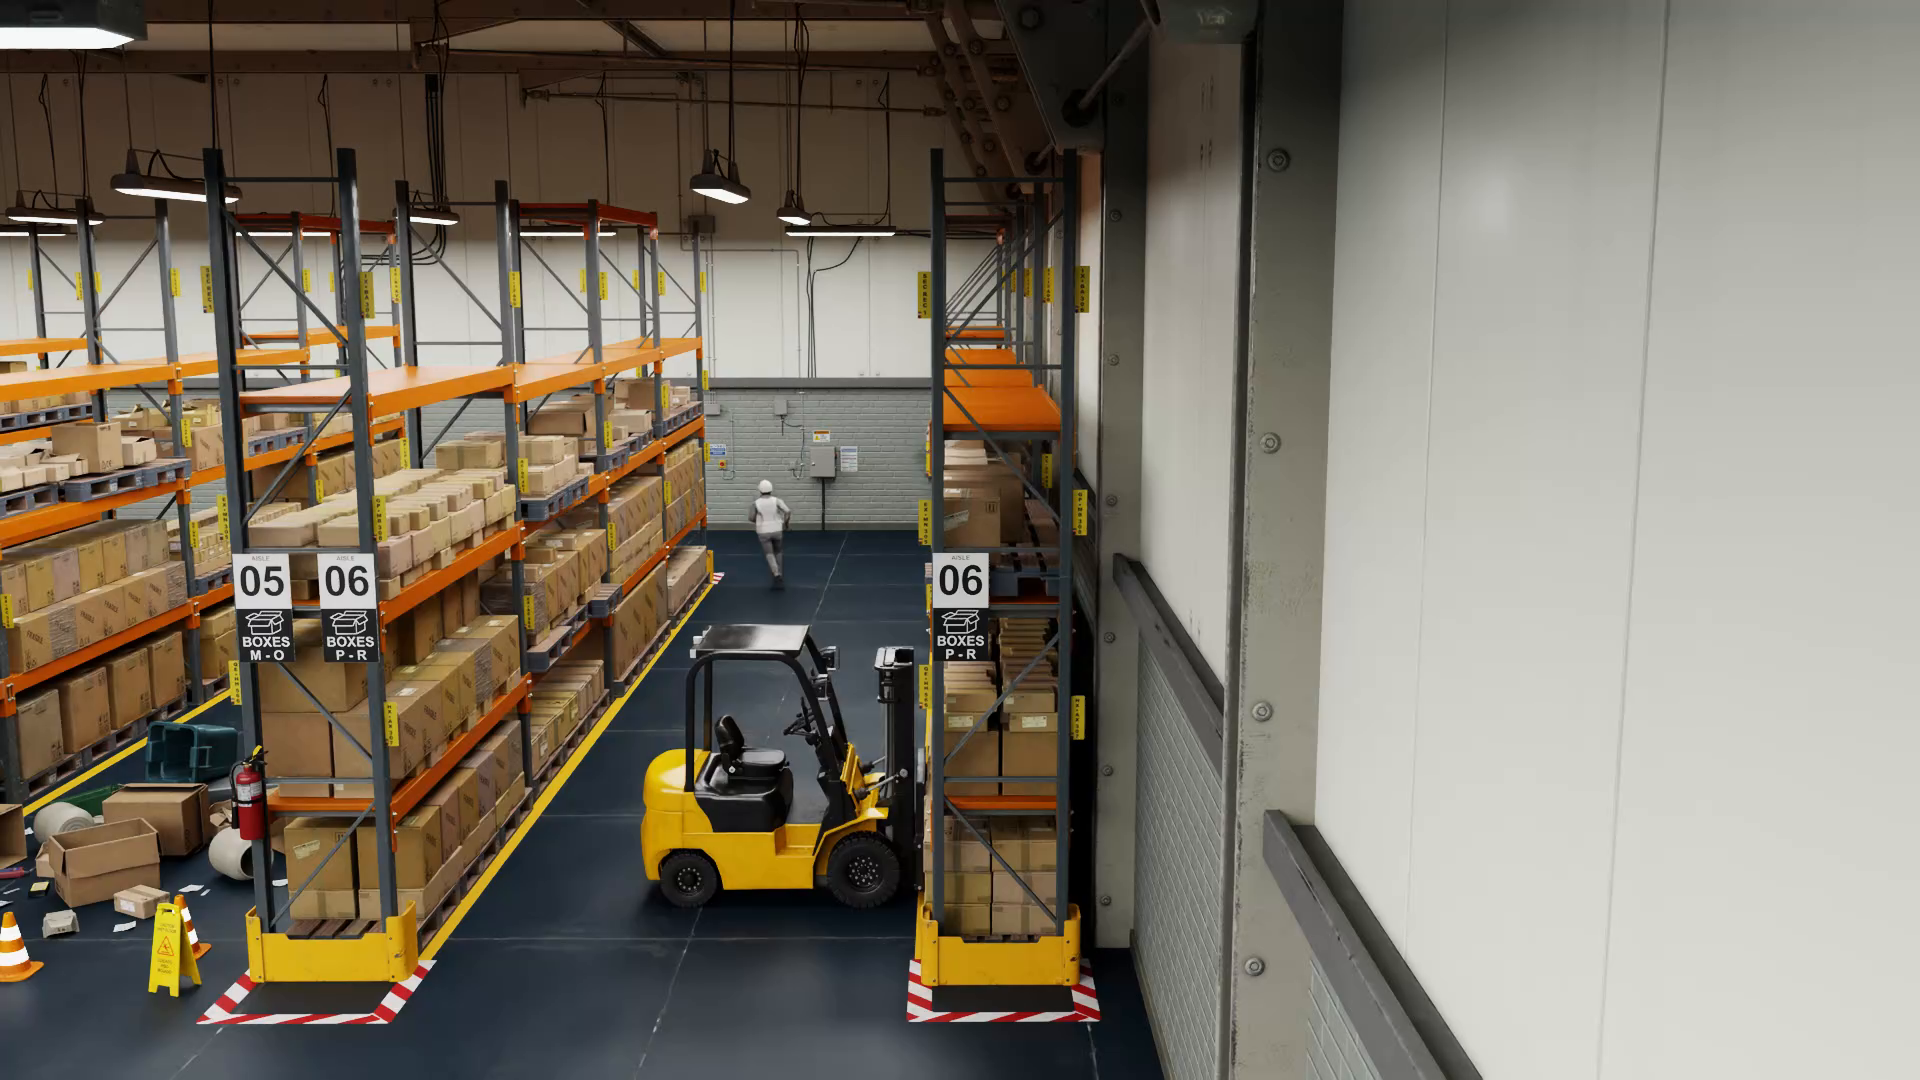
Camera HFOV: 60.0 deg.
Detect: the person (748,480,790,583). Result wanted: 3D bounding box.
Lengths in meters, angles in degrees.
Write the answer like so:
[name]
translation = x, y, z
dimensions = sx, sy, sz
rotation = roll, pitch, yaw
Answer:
[person]
translation = -3.131, -0.107, 27.681
dimensions = 0.593, 1.786, 0.888
rotation = -2, 9, -14
